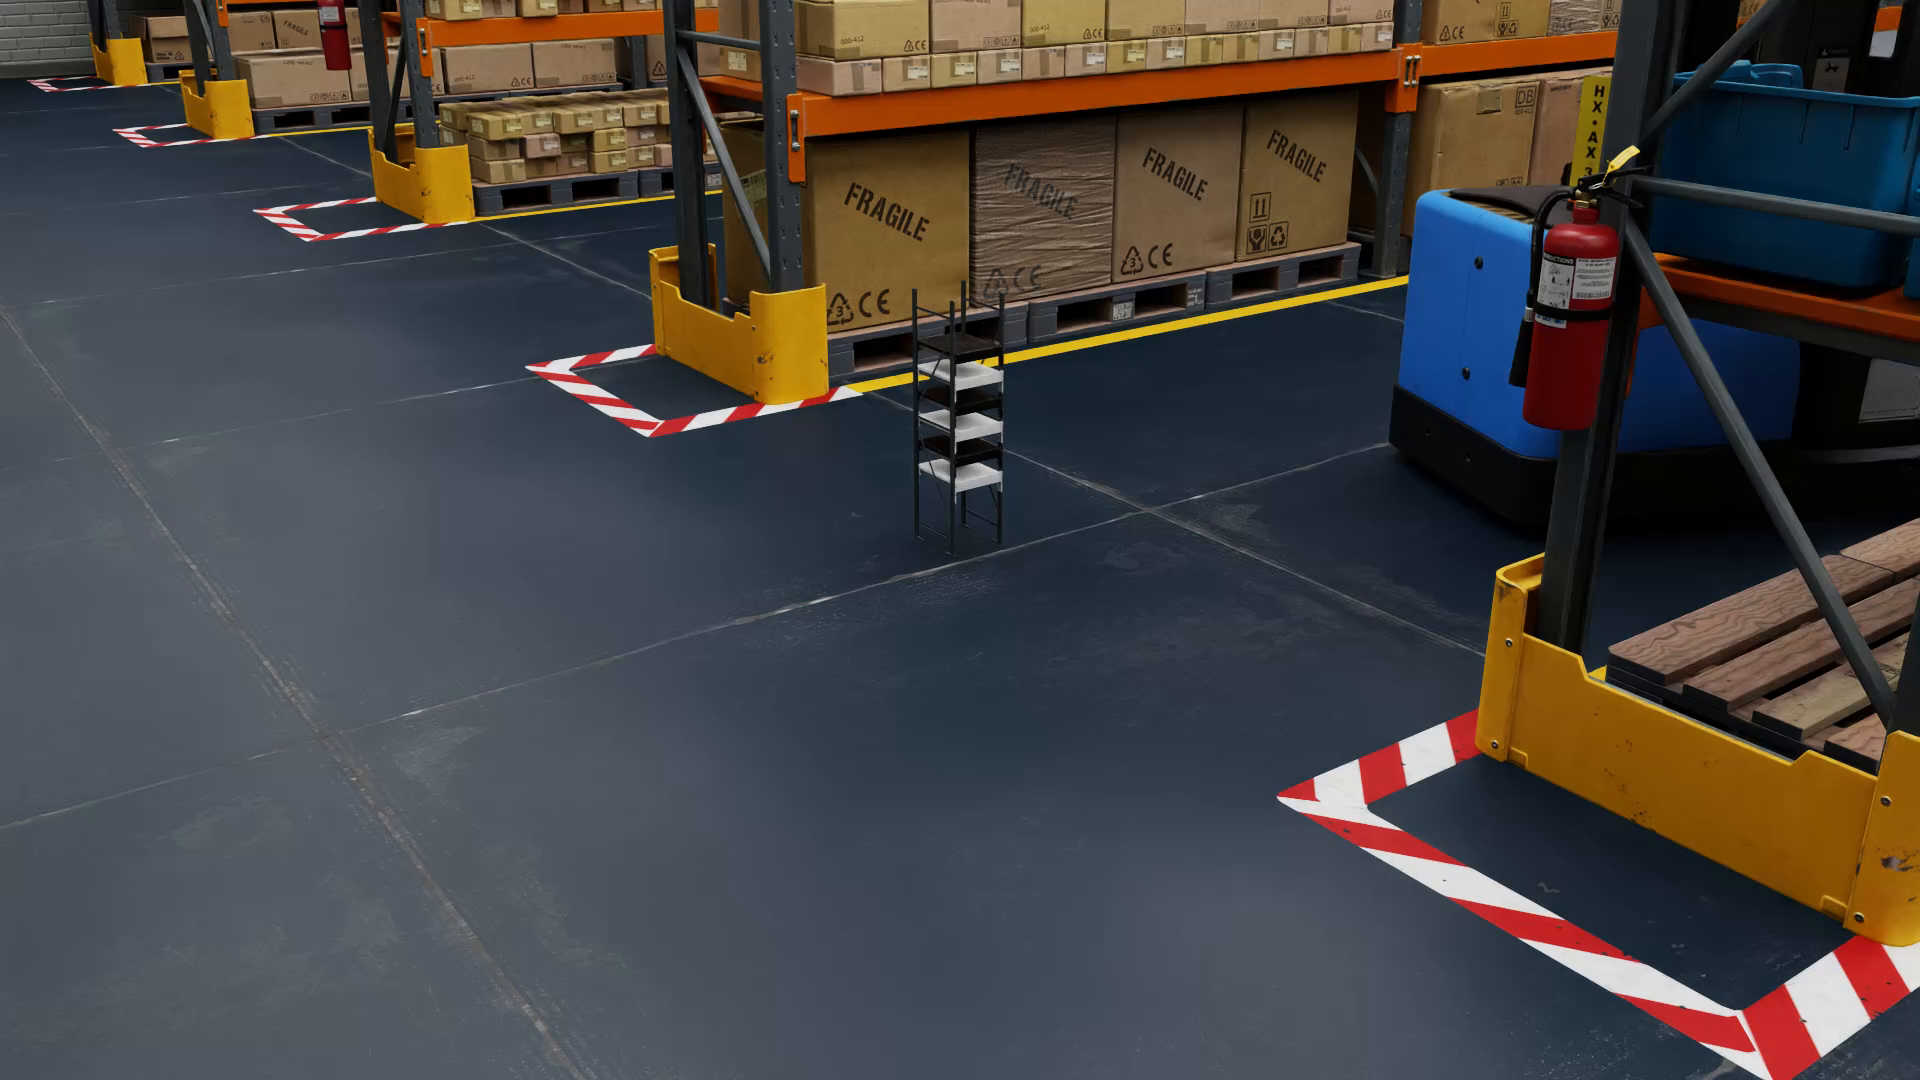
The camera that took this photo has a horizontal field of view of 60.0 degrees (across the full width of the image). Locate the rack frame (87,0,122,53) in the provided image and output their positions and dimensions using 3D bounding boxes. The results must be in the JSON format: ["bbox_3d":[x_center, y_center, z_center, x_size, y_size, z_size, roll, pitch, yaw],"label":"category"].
[{"bbox_3d":[-9.722,-6.675,18.577,0.127,3.000,1.000,-15,26,-33],"label":"rack frame"}]

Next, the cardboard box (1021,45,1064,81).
[{"bbox_3d":[0.282,-2.285,7.914,0.250,0.149,0.380,-16,27,-34],"label":"cardboard box"}]

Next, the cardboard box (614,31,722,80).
[{"bbox_3d":[-3.116,-5.415,17.719,0.875,0.875,0.875,-14,26,-31],"label":"cardboard box"}]

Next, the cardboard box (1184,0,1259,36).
[{"bbox_3d":[1.177,-2.738,8.510,0.500,0.250,0.500,-14,26,-32],"label":"cardboard box"}]

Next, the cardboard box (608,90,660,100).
[{"bbox_3d":[-2.480,-3.320,12.647,0.250,0.149,0.380,-16,27,-35],"label":"cardboard box"}]

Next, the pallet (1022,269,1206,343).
[{"bbox_3d":[0.561,-1.365,9.032,1.213,0.211,1.003,-15,26,-33],"label":"pallet"}]

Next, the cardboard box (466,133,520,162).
[{"bbox_3d":[-3.272,-2.760,11.645,0.250,0.149,0.380,-14,26,-31],"label":"cardboard box"}]

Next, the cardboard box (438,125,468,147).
[{"bbox_3d":[-3.585,-2.924,12.056,0.250,0.149,0.380,-16,27,-34],"label":"cardboard box"}]

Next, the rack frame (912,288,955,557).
[{"bbox_3d":[-0.089,-0.394,5.670,0.006,0.900,0.240,-15,26,-33],"label":"rack frame"}]

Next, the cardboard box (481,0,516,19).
[{"bbox_3d":[-3.210,-3.637,11.304,0.250,0.149,0.380,-14,26,-31],"label":"cardboard box"}]

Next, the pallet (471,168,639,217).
[{"bbox_3d":[-3.105,-2.602,12.131,1.213,0.211,1.003,-15,26,-33],"label":"pallet"}]

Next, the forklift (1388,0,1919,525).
[{"bbox_3d":[3.299,-1.661,6.105,3.031,2.935,1.130,-5,22,-13],"label":"forklift"}]

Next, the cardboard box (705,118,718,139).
[{"bbox_3d":[-2.017,-3.118,12.541,0.250,0.149,0.380,-14,25,-30],"label":"cardboard box"}]

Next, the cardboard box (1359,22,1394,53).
[{"bbox_3d":[2.158,-2.786,9.169,0.250,0.149,0.380,-15,26,-33],"label":"cardboard box"}]

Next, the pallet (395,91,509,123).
[{"bbox_3d":[-5.227,-4.346,16.504,1.213,0.211,1.003,-15,26,-33],"label":"pallet"}]

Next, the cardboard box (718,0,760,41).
[{"bbox_3d":[-0.794,-2.454,7.801,0.500,0.250,0.500,-15,26,-34],"label":"cardboard box"}]

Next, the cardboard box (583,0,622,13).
[{"bbox_3d":[-2.596,-3.828,11.782,0.250,0.149,0.380,-15,26,-33],"label":"cardboard box"}]

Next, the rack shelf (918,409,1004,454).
[{"bbox_3d":[-0.007,-0.385,5.738,0.200,0.077,0.258,-15,26,-33],"label":"rack shelf"}]

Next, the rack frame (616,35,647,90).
[{"bbox_3d":[-3.573,-6.048,17.006,0.127,3.000,1.000,-15,26,-33],"label":"rack frame"}]

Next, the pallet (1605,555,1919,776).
[{"bbox_3d":[2.552,0.417,4.566,1.213,0.211,1.003,-15,26,-33],"label":"pallet"}]

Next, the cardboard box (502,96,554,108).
[{"bbox_3d":[-3.192,-3.185,12.307,0.250,0.149,0.380,-16,27,-34],"label":"cardboard box"}]

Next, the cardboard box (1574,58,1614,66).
[{"bbox_3d":[4.161,-2.807,11.184,0.875,0.875,1.225,-15,26,-33],"label":"cardboard box"}]

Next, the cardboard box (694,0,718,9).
[{"bbox_3d":[-1.922,-3.972,12.142,0.250,0.149,0.380,-14,26,-32],"label":"cardboard box"}]

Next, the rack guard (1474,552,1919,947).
[{"bbox_3d":[1.848,0.459,4.071,0.348,0.500,1.175,-15,26,-33],"label":"rack guard"}]

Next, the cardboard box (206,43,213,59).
[{"bbox_3d":[-8.802,-5.730,19.489,0.250,0.149,0.380,-16,27,-35],"label":"cardboard box"}]

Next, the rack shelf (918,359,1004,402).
[{"bbox_3d":[-0.007,-0.552,5.671,0.200,0.077,0.258,-15,26,-33],"label":"rack shelf"}]

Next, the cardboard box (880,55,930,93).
[{"bbox_3d":[-0.344,-2.118,7.496,0.250,0.149,0.380,-15,26,-34],"label":"cardboard box"}]

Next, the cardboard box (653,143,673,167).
[{"bbox_3d":[-2.197,-2.874,12.332,0.250,0.149,0.380,-16,27,-35],"label":"cardboard box"}]

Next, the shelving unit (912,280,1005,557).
[{"bbox_3d":[-0.007,-0.416,5.725,0.210,0.900,0.258,-15,26,-33],"label":"shelving unit"}]

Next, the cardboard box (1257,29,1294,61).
[{"bbox_3d":[1.532,-2.619,8.750,0.250,0.149,0.380,-14,26,-32],"label":"cardboard box"}]

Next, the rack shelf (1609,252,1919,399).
[{"bbox_3d":[3.484,-0.810,4.849,4.000,0.370,1.077,-15,26,-33],"label":"rack shelf"}]

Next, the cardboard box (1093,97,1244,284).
[{"bbox_3d":[0.902,-1.961,9.065,0.875,0.875,0.875,-15,26,-33],"label":"cardboard box"}]

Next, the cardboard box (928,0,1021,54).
[{"bbox_3d":[-0.067,-2.407,7.681,0.500,0.250,0.500,-15,26,-33],"label":"cardboard box"}]

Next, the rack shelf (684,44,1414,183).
[{"bbox_3d":[0.591,-2.300,8.583,4.000,0.370,1.077,-15,26,-33],"label":"rack shelf"}]

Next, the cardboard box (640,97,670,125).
[{"bbox_3d":[-2.167,-3.164,12.256,0.250,0.149,0.380,-14,26,-32],"label":"cardboard box"}]

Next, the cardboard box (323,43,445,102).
[{"bbox_3d":[-5.605,-4.561,16.170,0.875,0.438,0.875,-14,26,-31],"label":"cardboard box"}]

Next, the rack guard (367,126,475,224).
[{"bbox_3d":[-3.785,-2.571,11.664,0.348,0.500,1.175,-15,26,-33],"label":"rack guard"}]

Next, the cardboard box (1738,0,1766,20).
[{"bbox_3d":[5.206,-3.798,11.231,0.500,0.500,0.500,-14,26,-31],"label":"cardboard box"}]

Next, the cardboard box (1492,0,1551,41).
[{"bbox_3d":[3.142,-3.247,9.851,0.500,0.500,0.500,-15,26,-33],"label":"cardboard box"}]

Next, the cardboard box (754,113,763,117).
[{"bbox_3d":[-1.541,-3.330,12.673,0.250,0.149,0.380,-16,27,-35],"label":"cardboard box"}]

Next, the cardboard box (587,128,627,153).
[{"bbox_3d":[-2.598,-2.905,12.008,0.250,0.149,0.380,-14,26,-31],"label":"cardboard box"}]

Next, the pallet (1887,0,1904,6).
[{"bbox_3d":[7.045,-4.284,12.845,1.213,0.211,1.003,-15,26,-33],"label":"pallet"}]

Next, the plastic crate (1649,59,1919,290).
[{"bbox_3d":[2.023,-0.884,3.936,0.499,0.435,0.616,-15,26,-33],"label":"plastic crate"}]

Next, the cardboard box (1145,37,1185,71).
[{"bbox_3d":[0.908,-2.453,8.334,0.250,0.149,0.380,-14,26,-32],"label":"cardboard box"}]

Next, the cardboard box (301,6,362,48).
[{"bbox_3d":[-7.611,-6.211,20.220,0.500,0.500,0.700,-16,27,-35],"label":"cardboard box"}]

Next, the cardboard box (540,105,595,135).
[{"bbox_3d":[-2.790,-2.985,11.808,0.250,0.149,0.380,-15,26,-33],"label":"cardboard box"}]

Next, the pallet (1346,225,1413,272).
[{"bbox_3d":[2.797,-1.961,10.527,1.213,0.211,1.003,-15,26,-33],"label":"pallet"}]

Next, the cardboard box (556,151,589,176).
[{"bbox_3d":[-2.873,-2.740,11.996,0.250,0.149,0.380,-15,26,-32],"label":"cardboard box"}]
